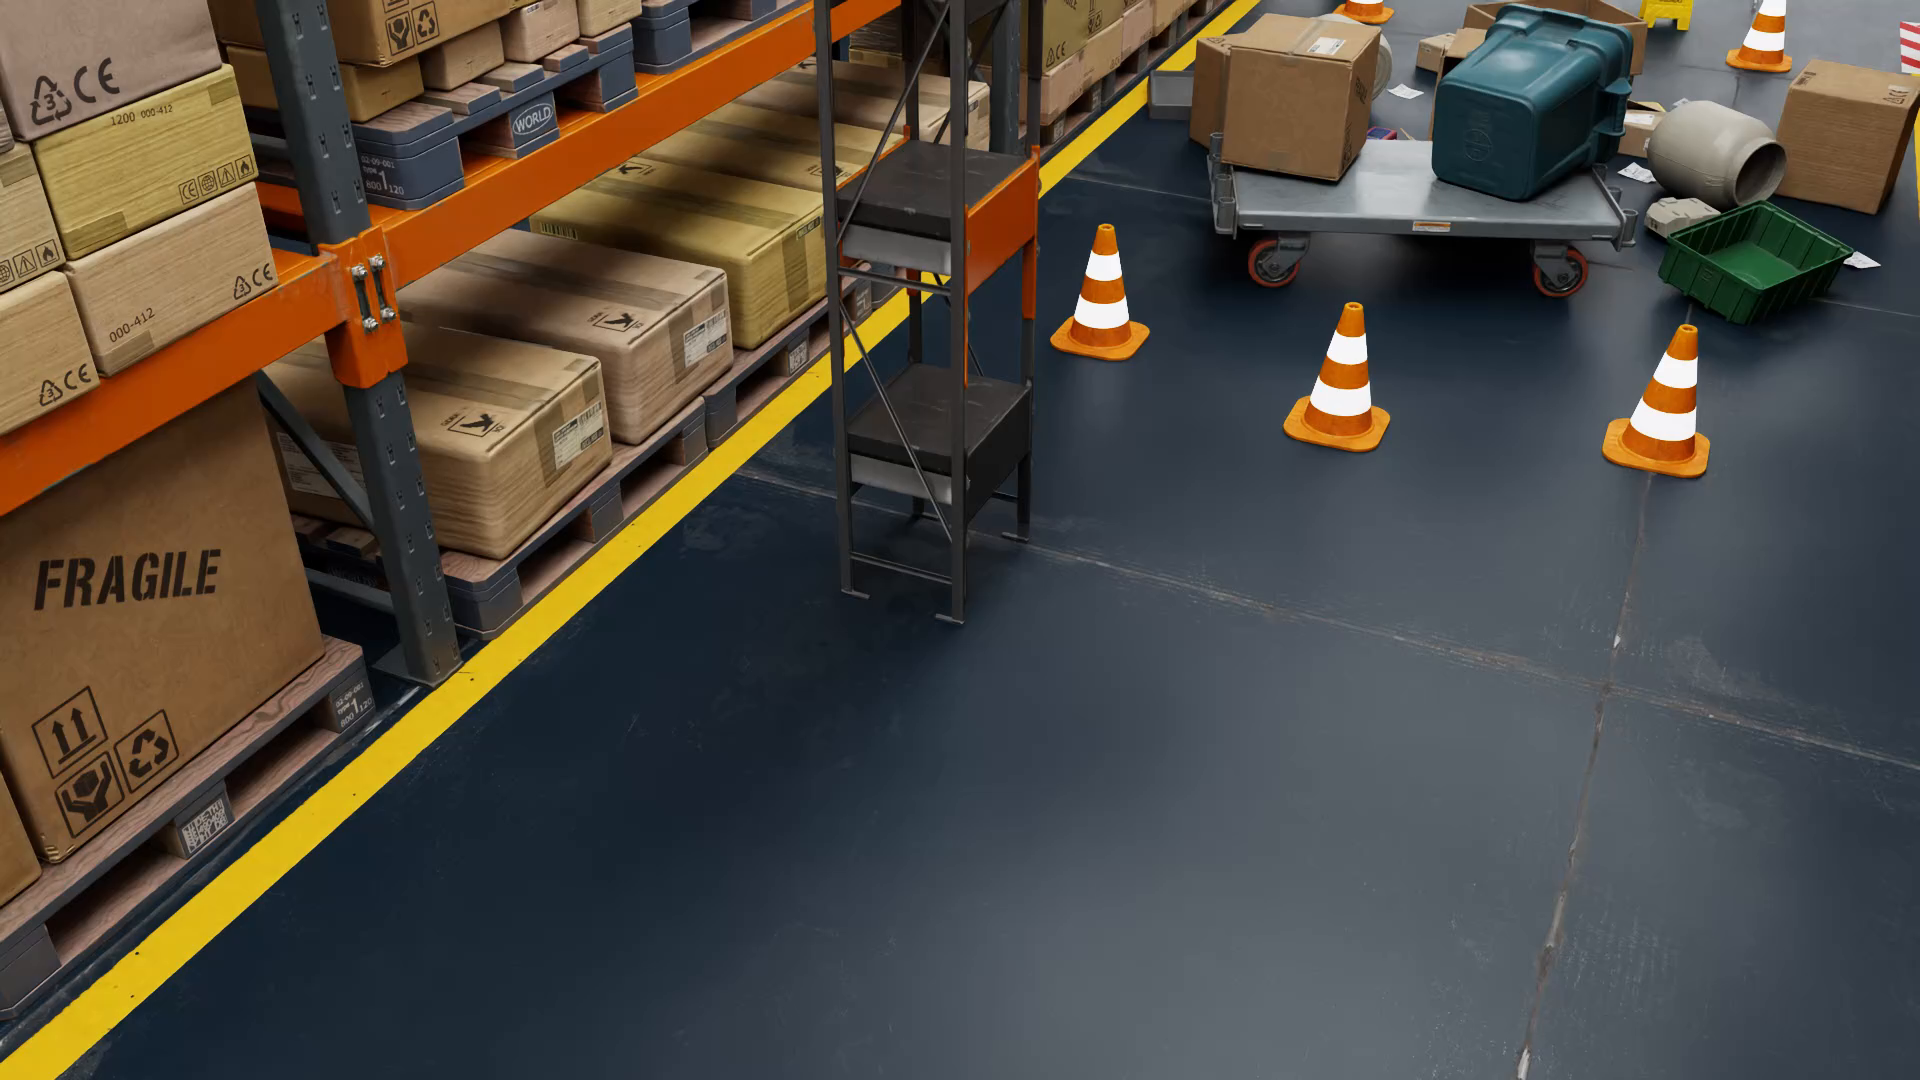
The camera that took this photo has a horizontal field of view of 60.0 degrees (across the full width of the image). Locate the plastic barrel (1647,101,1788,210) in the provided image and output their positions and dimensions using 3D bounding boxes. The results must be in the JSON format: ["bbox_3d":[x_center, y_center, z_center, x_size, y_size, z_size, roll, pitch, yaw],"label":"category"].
[{"bbox_3d":[3.409,-1.728,7.499,0.421,0.421,0.512,-15,36,-21],"label":"plastic barrel"}]

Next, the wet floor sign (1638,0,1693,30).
[{"bbox_3d":[4.215,-3.365,9.793,0.267,0.644,0.232,8,34,12],"label":"wet floor sign"}]

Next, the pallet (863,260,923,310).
[{"bbox_3d":[-0.535,-1.420,7.223,1.003,0.211,1.213,14,36,20],"label":"pallet"}]

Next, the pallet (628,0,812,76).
[{"bbox_3d":[-1.093,-1.897,5.582,1.003,0.211,1.213,14,36,20],"label":"pallet"}]

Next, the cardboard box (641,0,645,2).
[{"bbox_3d":[-1.110,-1.700,4.954,0.380,0.149,0.250,16,37,23],"label":"cardboard box"}]

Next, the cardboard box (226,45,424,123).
[{"bbox_3d":[-1.579,-1.171,4.147,0.380,0.149,0.250,12,35,18],"label":"cardboard box"}]

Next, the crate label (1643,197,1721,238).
[{"bbox_3d":[3.152,-1.392,7.248,0.298,0.136,0.250,-9,34,-13],"label":"crate label"}]

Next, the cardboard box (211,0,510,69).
[{"bbox_3d":[-1.485,-1.495,4.048,0.500,0.500,0.500,13,35,19],"label":"cardboard box"}]

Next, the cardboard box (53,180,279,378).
[{"bbox_3d":[-1.860,-0.608,3.578,0.500,0.250,0.500,13,35,19],"label":"cardboard box"}]

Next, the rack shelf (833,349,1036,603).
[{"bbox_3d":[-0.069,-0.199,4.940,0.431,0.518,0.480,14,36,20],"label":"rack shelf"}]

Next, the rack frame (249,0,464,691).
[{"bbox_3d":[-1.884,-0.982,4.012,1.000,3.000,0.127,14,36,20],"label":"rack frame"}]

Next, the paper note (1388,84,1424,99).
[{"bbox_3d":[2.384,-2.404,8.898,0.148,0.019,0.142,29,43,36],"label":"paper note"}]

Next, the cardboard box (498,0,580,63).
[{"bbox_3d":[-1.274,-1.430,4.542,0.380,0.149,0.250,12,35,17],"label":"cardboard box"}]

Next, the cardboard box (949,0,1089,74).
[{"bbox_3d":[0.282,-2.545,7.837,0.500,0.500,0.500,16,36,23],"label":"cardboard box"}]

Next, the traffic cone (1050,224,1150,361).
[{"bbox_3d":[0.543,-0.974,6.314,0.336,0.463,0.334,14,36,20],"label":"traffic cone"}]

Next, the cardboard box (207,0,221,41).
[{"bbox_3d":[-1.946,-1.614,4.230,0.500,0.500,0.500,13,35,19],"label":"cardboard box"}]

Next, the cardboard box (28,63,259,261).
[{"bbox_3d":[-1.856,-0.829,3.459,0.500,0.250,0.500,14,36,20],"label":"cardboard box"}]

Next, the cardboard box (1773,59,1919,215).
[{"bbox_3d":[4.045,-1.853,7.618,0.500,0.500,0.500,21,39,28],"label":"cardboard box"}]

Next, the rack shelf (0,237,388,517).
[{"bbox_3d":[-2.721,0.315,2.690,1.077,0.370,4.000,14,36,20],"label":"rack shelf"}]

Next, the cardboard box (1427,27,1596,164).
[{"bbox_3d":[2.644,-2.056,7.802,0.797,0.637,0.503,14,36,20],"label":"cardboard box"}]

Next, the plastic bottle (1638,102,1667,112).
[{"bbox_3d":[3.543,-2.166,8.497,0.133,0.061,0.283,3,33,4],"label":"plastic bottle"}]

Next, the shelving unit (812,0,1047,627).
[{"bbox_3d":[-0.069,-0.796,4.549,0.431,2.100,0.503,14,36,20],"label":"shelving unit"}]

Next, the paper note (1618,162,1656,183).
[{"bbox_3d":[3.234,-1.740,7.883,0.172,0.023,0.155,29,43,36],"label":"paper note"}]

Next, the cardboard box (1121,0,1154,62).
[{"bbox_3d":[0.714,-2.765,8.856,0.500,0.250,0.500,14,36,20],"label":"cardboard box"}]

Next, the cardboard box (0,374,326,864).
[{"bbox_3d":[-2.248,0.056,3.983,0.875,0.875,0.875,14,36,20],"label":"cardboard box"}]

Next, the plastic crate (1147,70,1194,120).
[{"bbox_3d":[1.191,-2.347,8.756,0.402,0.080,0.583,3,33,4],"label":"plastic crate"}]

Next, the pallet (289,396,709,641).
[{"bbox_3d":[-1.555,-0.204,5.369,1.003,0.211,1.213,14,36,20],"label":"pallet"}]

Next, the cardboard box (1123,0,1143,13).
[{"bbox_3d":[0.714,-3.072,8.641,0.500,0.500,0.500,16,37,23],"label":"cardboard box"}]

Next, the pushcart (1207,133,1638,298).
[{"bbox_3d":[1.882,-1.379,7.009,1.648,0.377,0.936,3,33,4],"label":"pushcart"}]

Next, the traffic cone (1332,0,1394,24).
[{"bbox_3d":[2.455,-3.395,10.006,0.336,0.463,0.334,14,36,20],"label":"traffic cone"}]

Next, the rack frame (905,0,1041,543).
[{"bbox_3d":[0.033,-0.917,4.734,0.400,2.100,0.015,14,36,20],"label":"rack frame"}]

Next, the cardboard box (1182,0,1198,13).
[{"bbox_3d":[1.146,-3.271,9.628,0.500,0.250,0.500,14,36,21],"label":"cardboard box"}]

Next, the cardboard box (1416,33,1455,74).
[{"bbox_3d":[2.750,-2.658,9.168,0.250,0.149,0.380,-21,39,-29],"label":"cardboard box"}]

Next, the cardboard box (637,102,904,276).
[{"bbox_3d":[-0.725,-1.430,6.709,0.950,0.372,0.625,16,37,23],"label":"cardboard box"}]

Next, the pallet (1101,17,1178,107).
[{"bbox_3d":[0.548,-2.760,9.267,1.003,0.211,1.213,14,36,20],"label":"pallet"}]

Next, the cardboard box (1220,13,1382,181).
[{"bbox_3d":[1.419,-1.852,6.928,0.500,0.500,0.500,14,36,20],"label":"cardboard box"}]

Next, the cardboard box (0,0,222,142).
[{"bbox_3d":[-1.862,-1.124,3.226,0.500,0.500,0.500,13,35,19],"label":"cardboard box"}]

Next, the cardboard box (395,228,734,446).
[{"bbox_3d":[-1.337,-0.707,5.606,0.950,0.372,0.625,13,36,20],"label":"cardboard box"}]

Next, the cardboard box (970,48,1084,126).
[{"bbox_3d":[0.282,-2.232,8.042,0.500,0.250,0.500,13,35,18],"label":"cardboard box"}]
